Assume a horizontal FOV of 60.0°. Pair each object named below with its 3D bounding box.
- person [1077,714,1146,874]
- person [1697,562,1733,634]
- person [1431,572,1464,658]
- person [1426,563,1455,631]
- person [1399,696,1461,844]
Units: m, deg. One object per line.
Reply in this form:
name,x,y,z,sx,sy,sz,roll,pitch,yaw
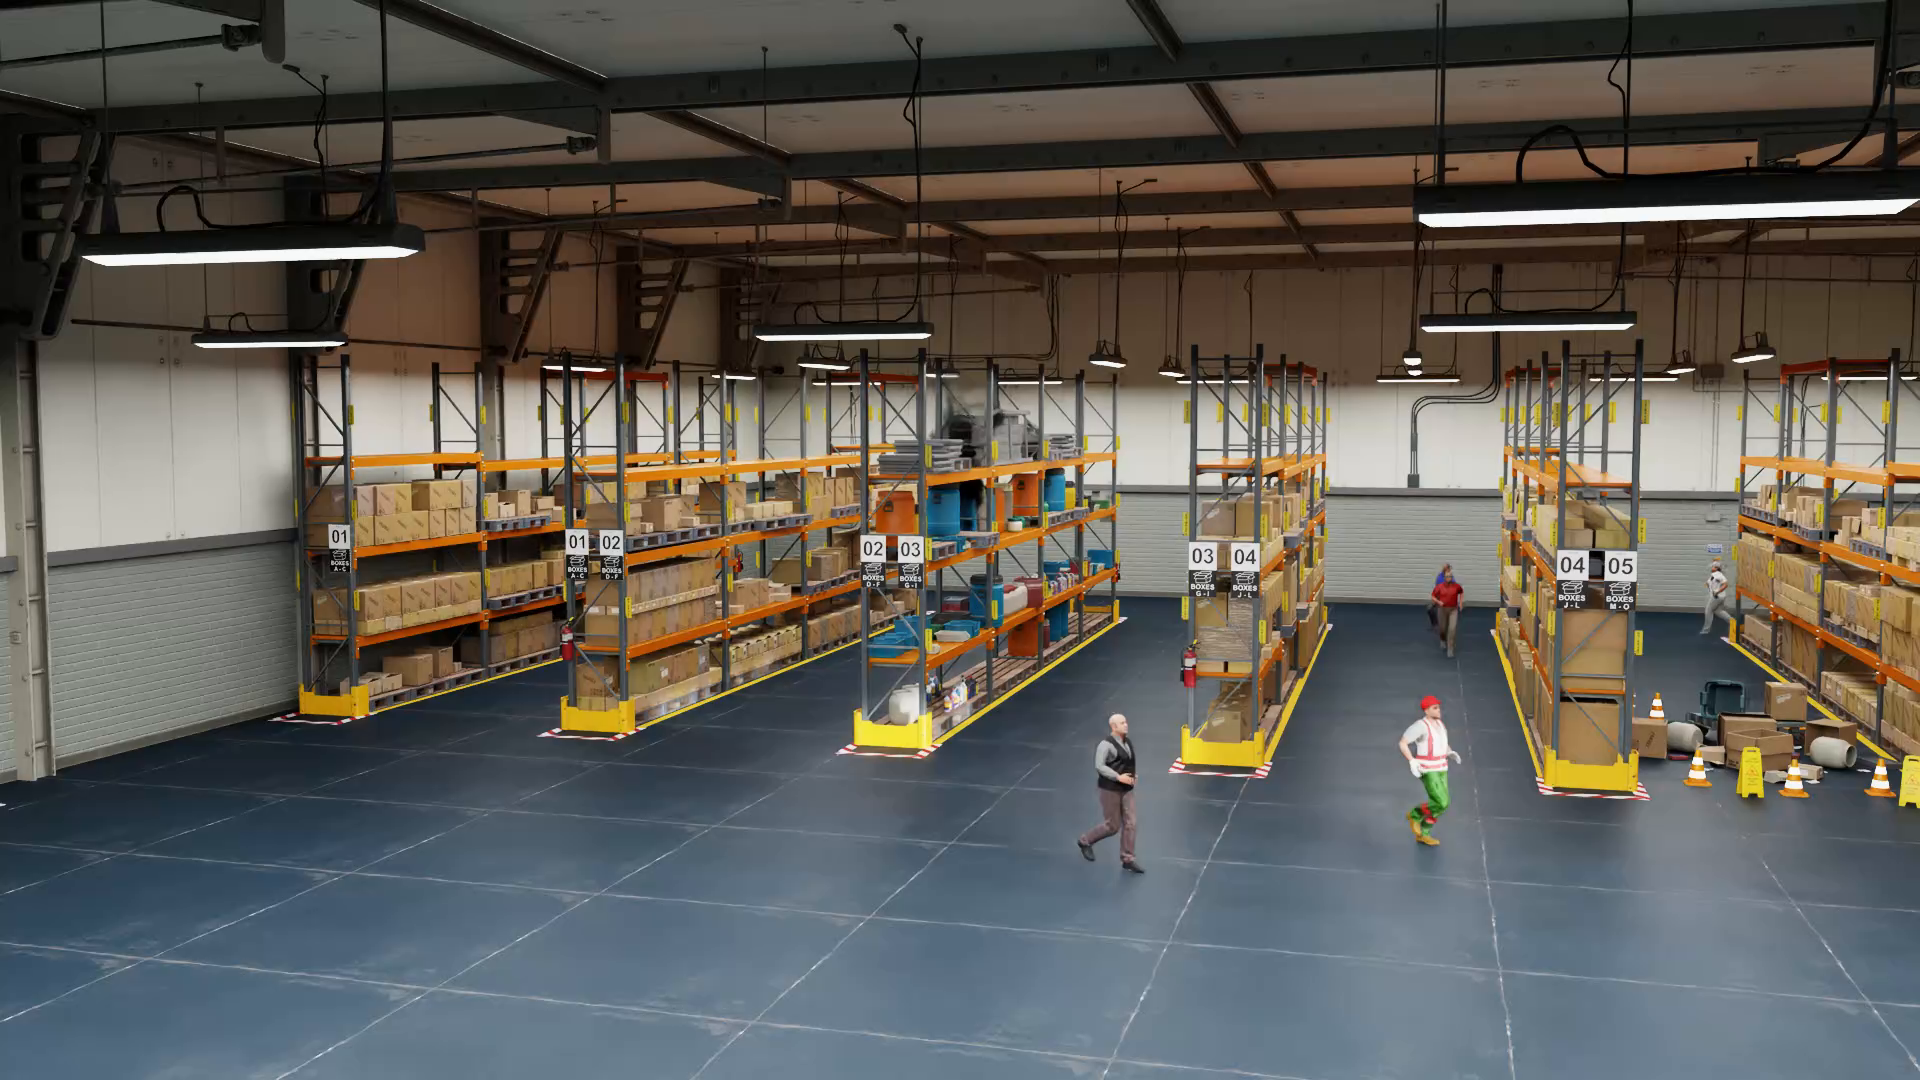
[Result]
person,1.702,2.775,18.359,0.816,1.732,0.683,3,6,39
person,17.324,1.335,37.973,0.856,1.688,0.614,2,5,24
person,10.208,1.536,34.808,0.678,1.755,0.953,1,4,13
person,11.092,1.330,38.259,0.608,1.597,0.632,-3,5,-36
person,5.514,2.683,19.333,0.660,1.740,0.580,-3,5,-38
